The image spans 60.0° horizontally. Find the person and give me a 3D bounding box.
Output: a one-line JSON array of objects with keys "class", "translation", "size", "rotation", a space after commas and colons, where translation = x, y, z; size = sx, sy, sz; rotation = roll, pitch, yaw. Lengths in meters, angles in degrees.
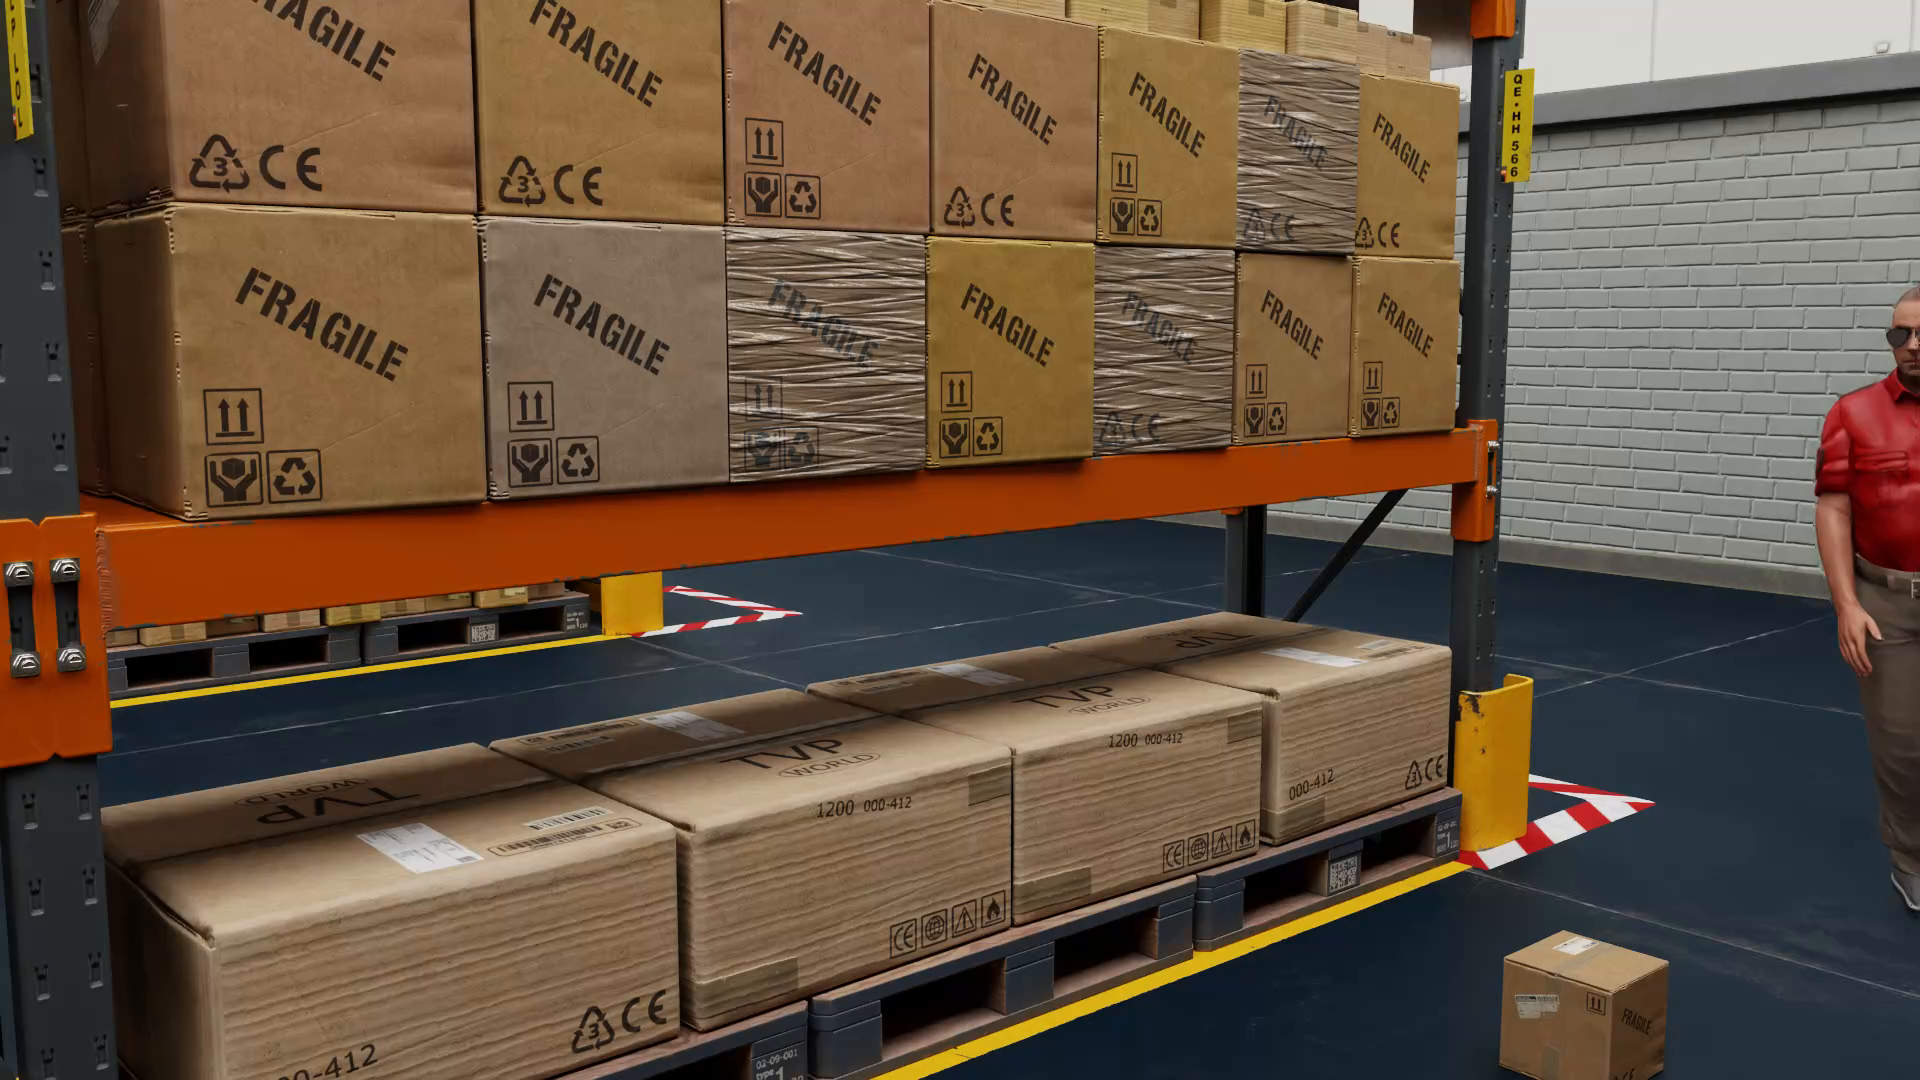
[{"class": "person", "translation": [2.516, 0.198, 4.249], "size": [0.641, 1.696, 0.829], "rotation": [4, 9, 30]}]
